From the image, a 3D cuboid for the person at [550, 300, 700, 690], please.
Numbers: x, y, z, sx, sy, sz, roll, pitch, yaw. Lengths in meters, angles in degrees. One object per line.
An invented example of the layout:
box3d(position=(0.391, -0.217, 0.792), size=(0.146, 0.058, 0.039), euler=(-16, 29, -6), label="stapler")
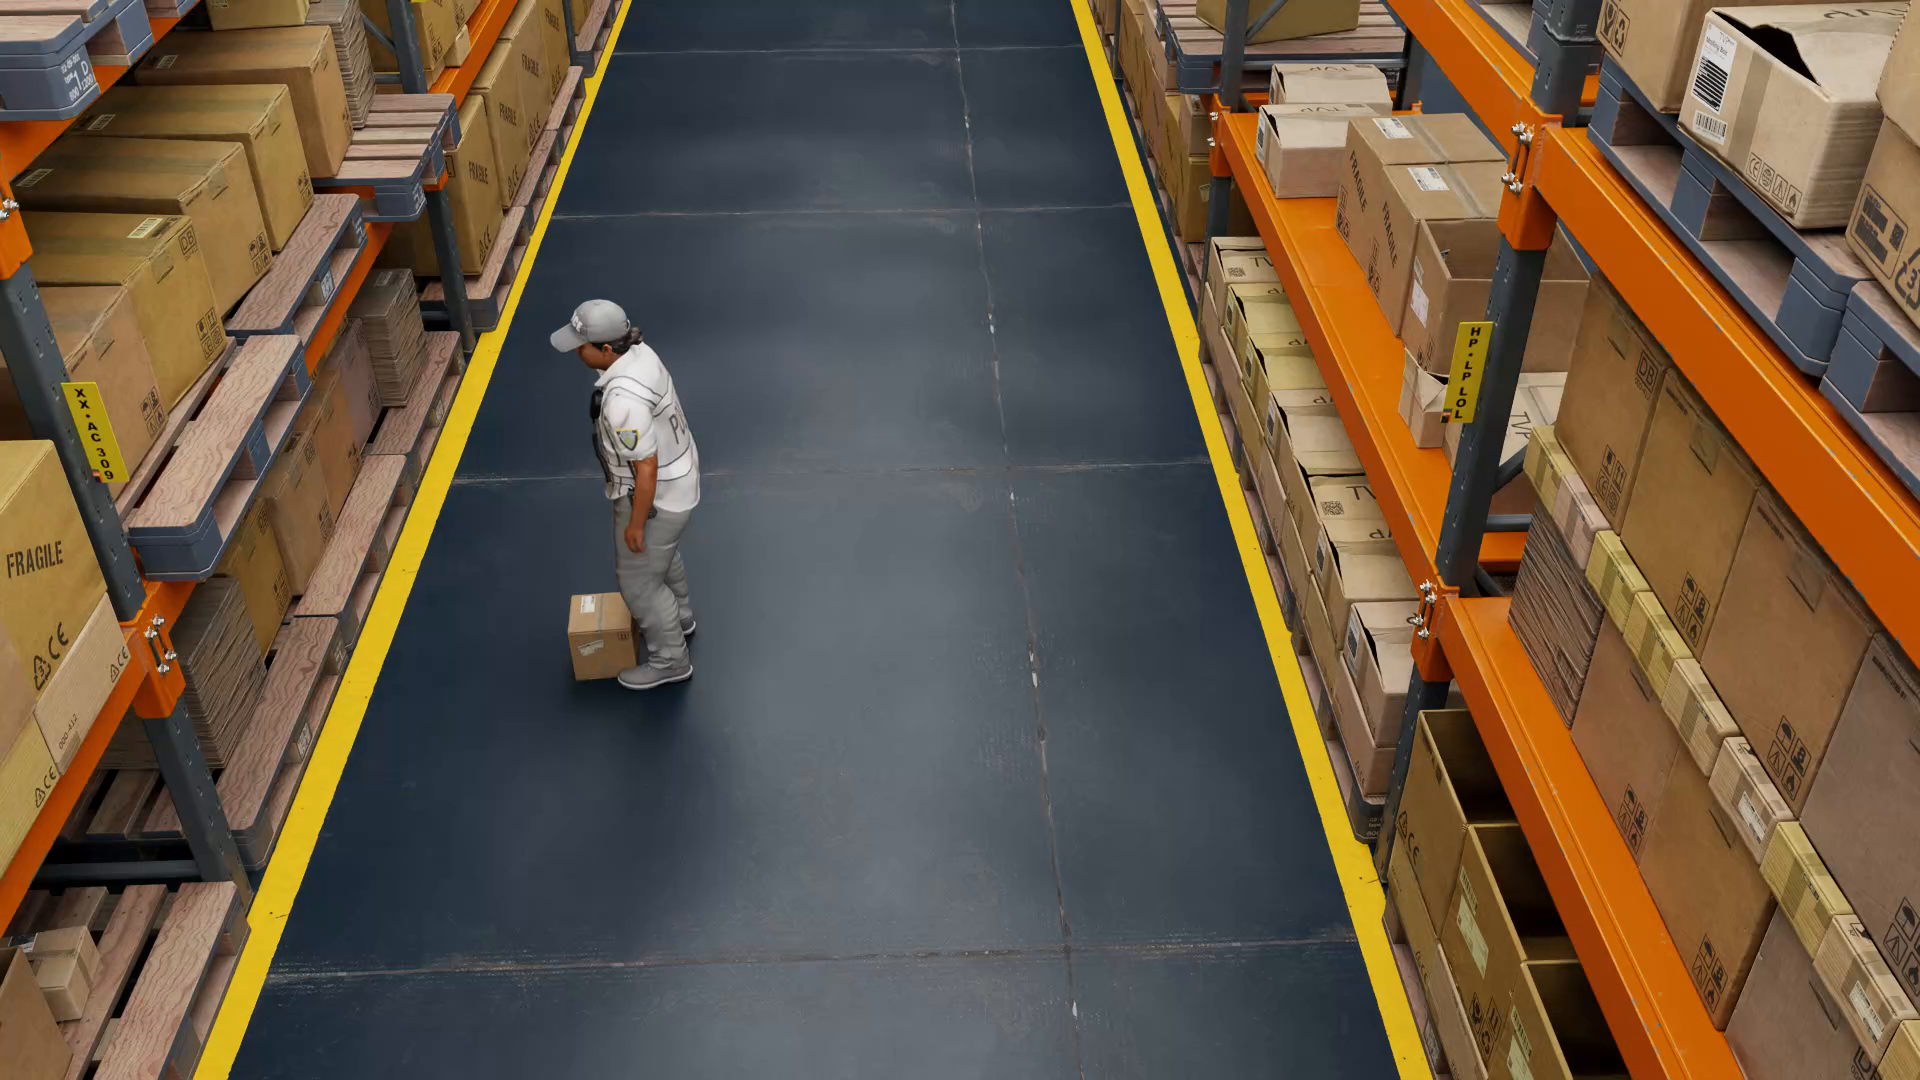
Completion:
box3d(position=(-1.237, -0.191, 6.408), size=(0.469, 1.666, 0.563), euler=(-4, 36, -5), label="person")
